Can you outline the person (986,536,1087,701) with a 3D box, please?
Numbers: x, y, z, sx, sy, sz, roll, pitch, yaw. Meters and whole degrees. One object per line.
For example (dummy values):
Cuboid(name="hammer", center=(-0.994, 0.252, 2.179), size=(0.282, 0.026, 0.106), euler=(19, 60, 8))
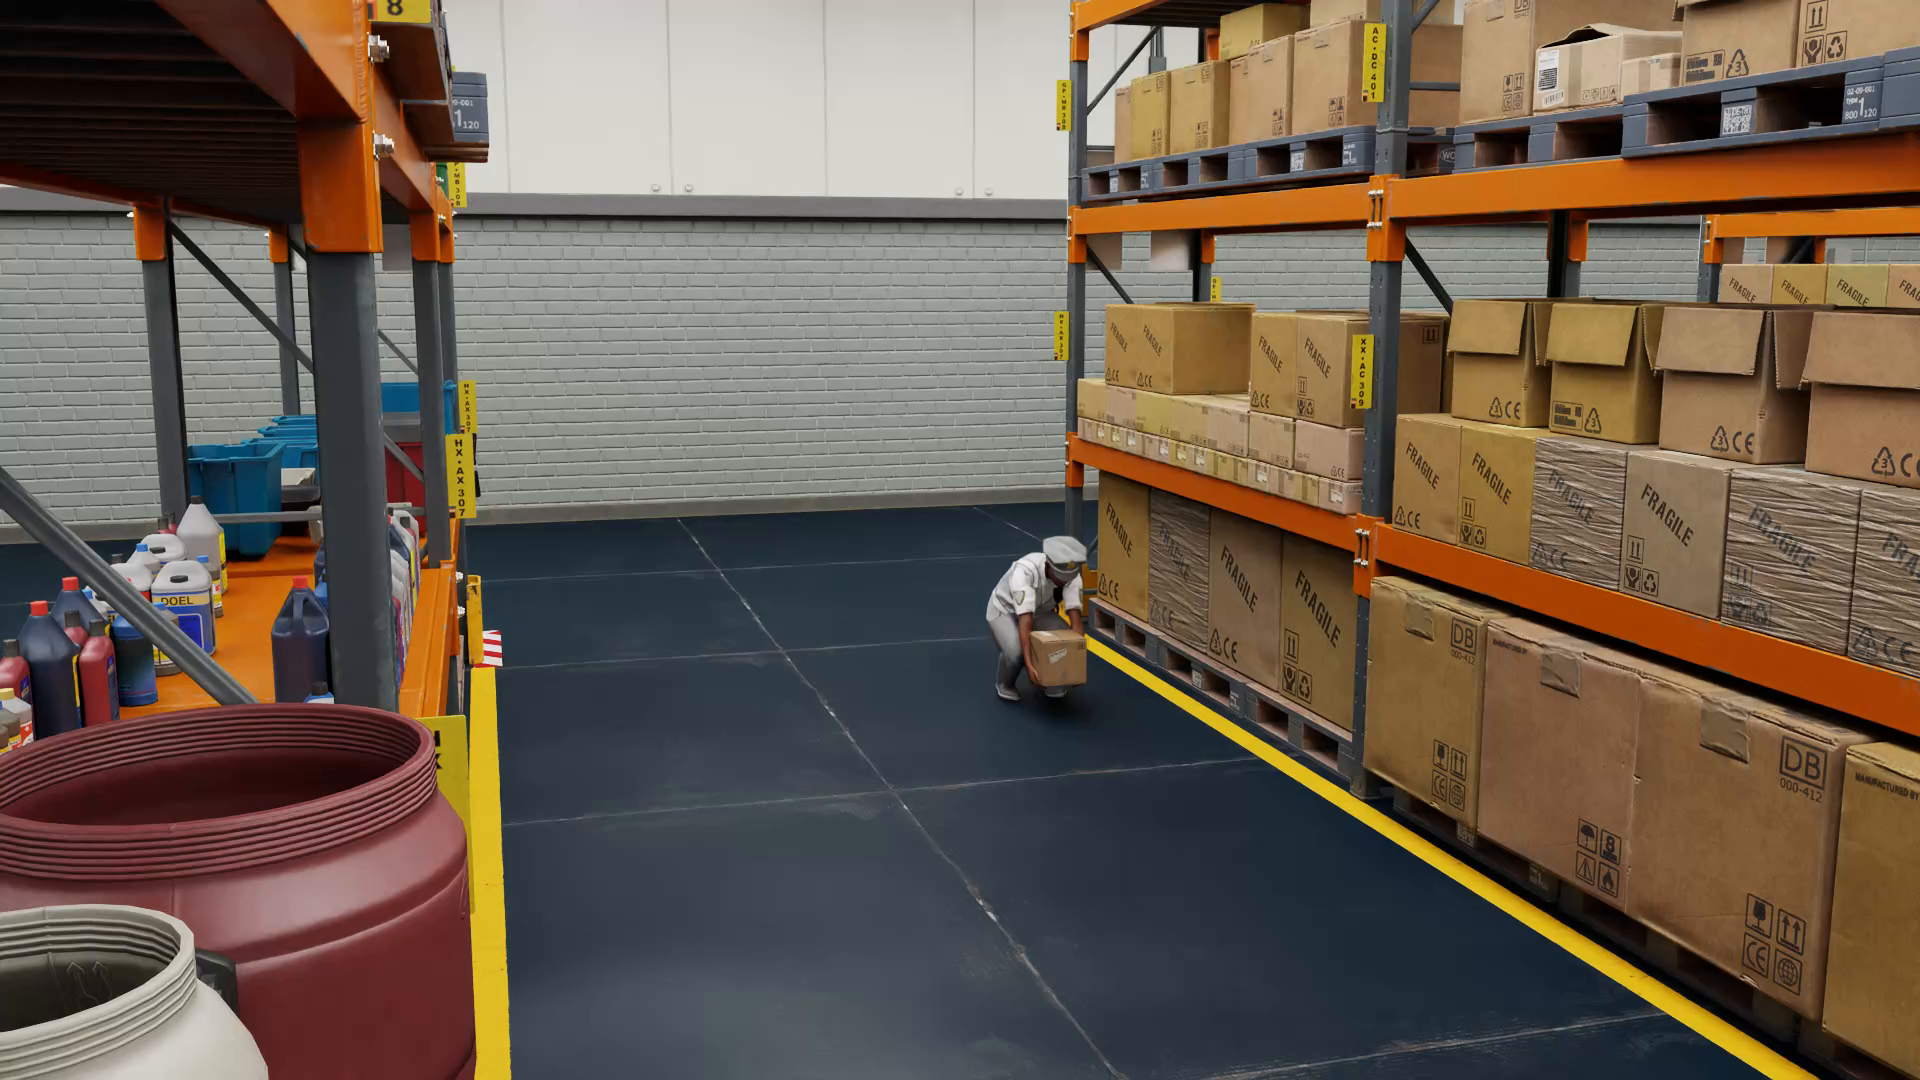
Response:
Cuboid(name="person", center=(0.445, 0.437, 9.383), size=(0.463, 0.978, 0.857), euler=(-3, 10, -17))
